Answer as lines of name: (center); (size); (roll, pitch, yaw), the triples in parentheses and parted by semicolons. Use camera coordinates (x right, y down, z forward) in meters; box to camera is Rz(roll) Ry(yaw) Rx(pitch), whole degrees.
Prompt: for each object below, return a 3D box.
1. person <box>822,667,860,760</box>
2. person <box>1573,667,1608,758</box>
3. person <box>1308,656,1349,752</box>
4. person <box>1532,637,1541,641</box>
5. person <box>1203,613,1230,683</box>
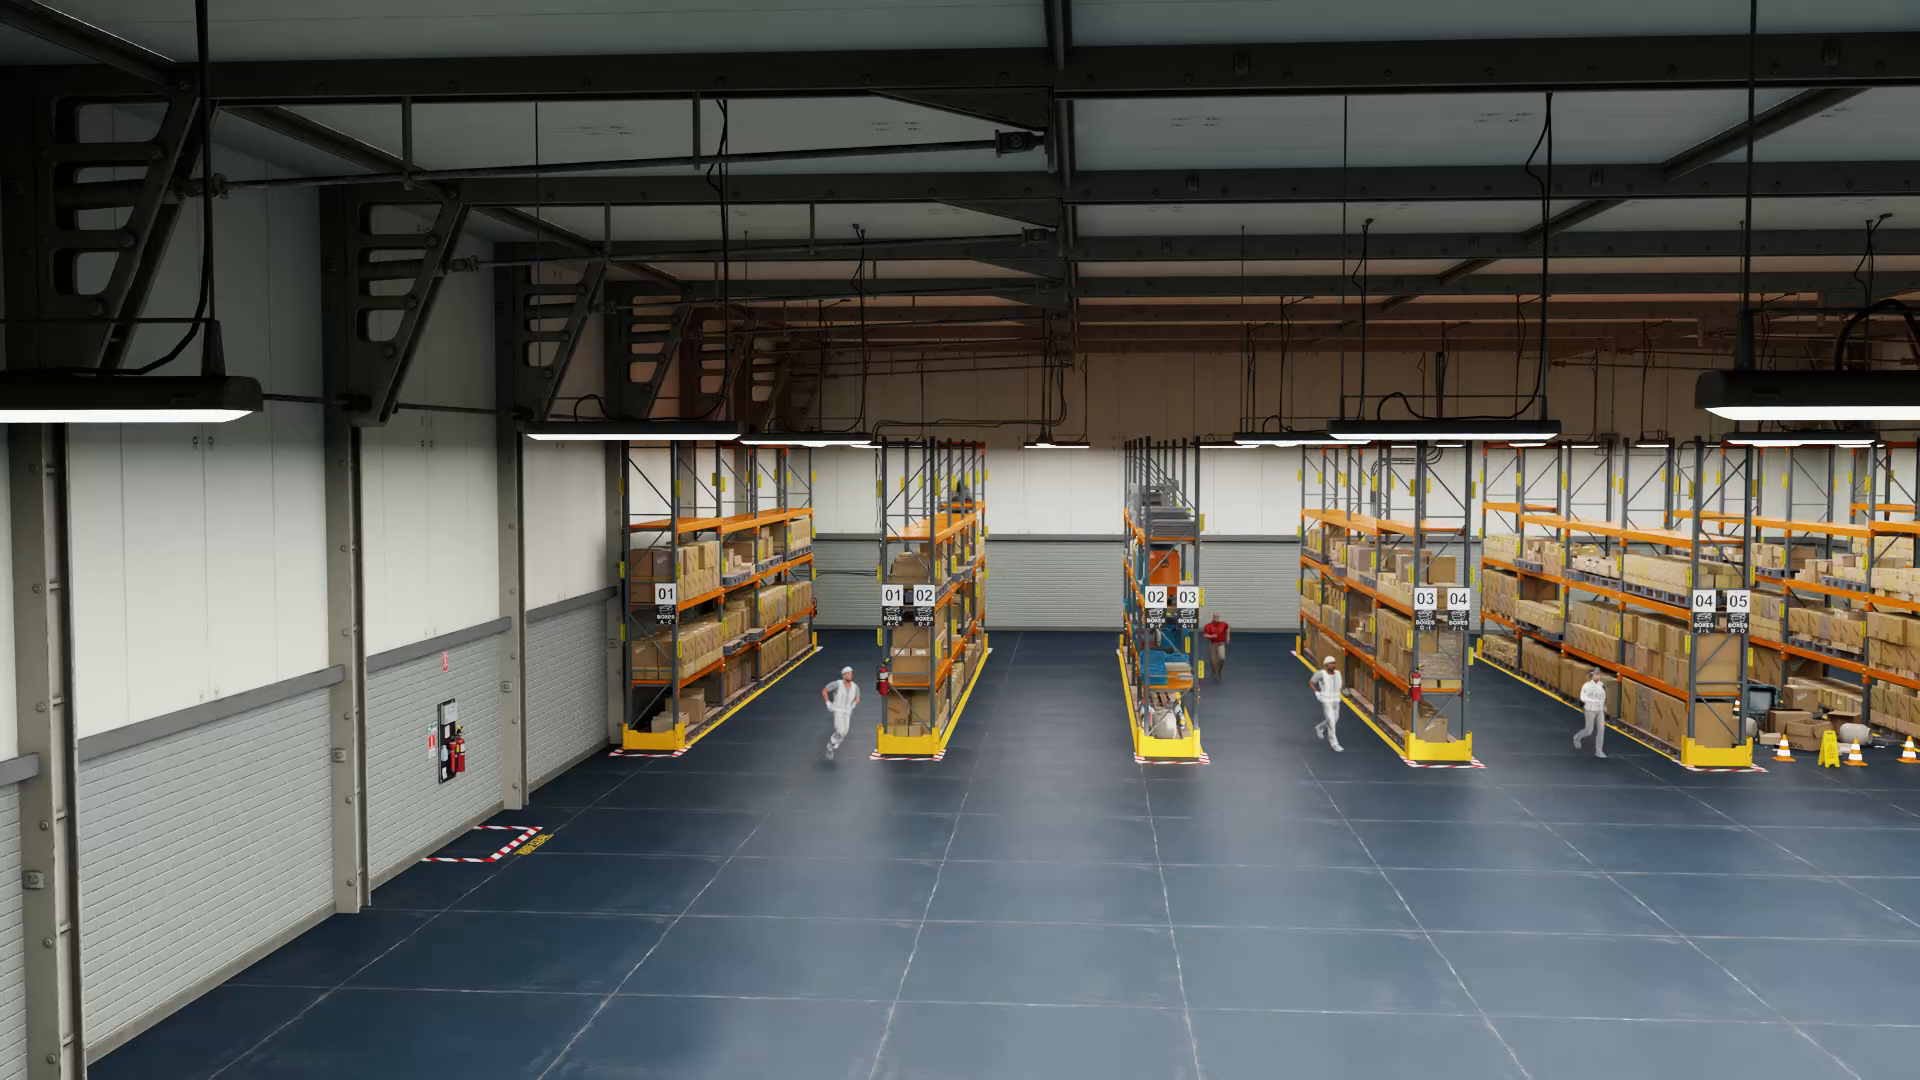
person: (-2.157, 3.201, 30.715); (0.688, 1.728, 0.626); (-2, 4, -35)
person: (11.872, 3.202, 31.208); (0.635, 1.673, 0.815); (-1, 3, -19)
person: (7.108, 3.125, 32.048); (0.682, 1.784, 0.941); (-1, 3, -23)
person: (16.269, 2.367, 46.676); (0.728, 1.725, 0.518); (-1, 3, -19)
person: (6.361, 2.671, 41.188); (0.691, 1.742, 0.843); (0, 3, -1)
